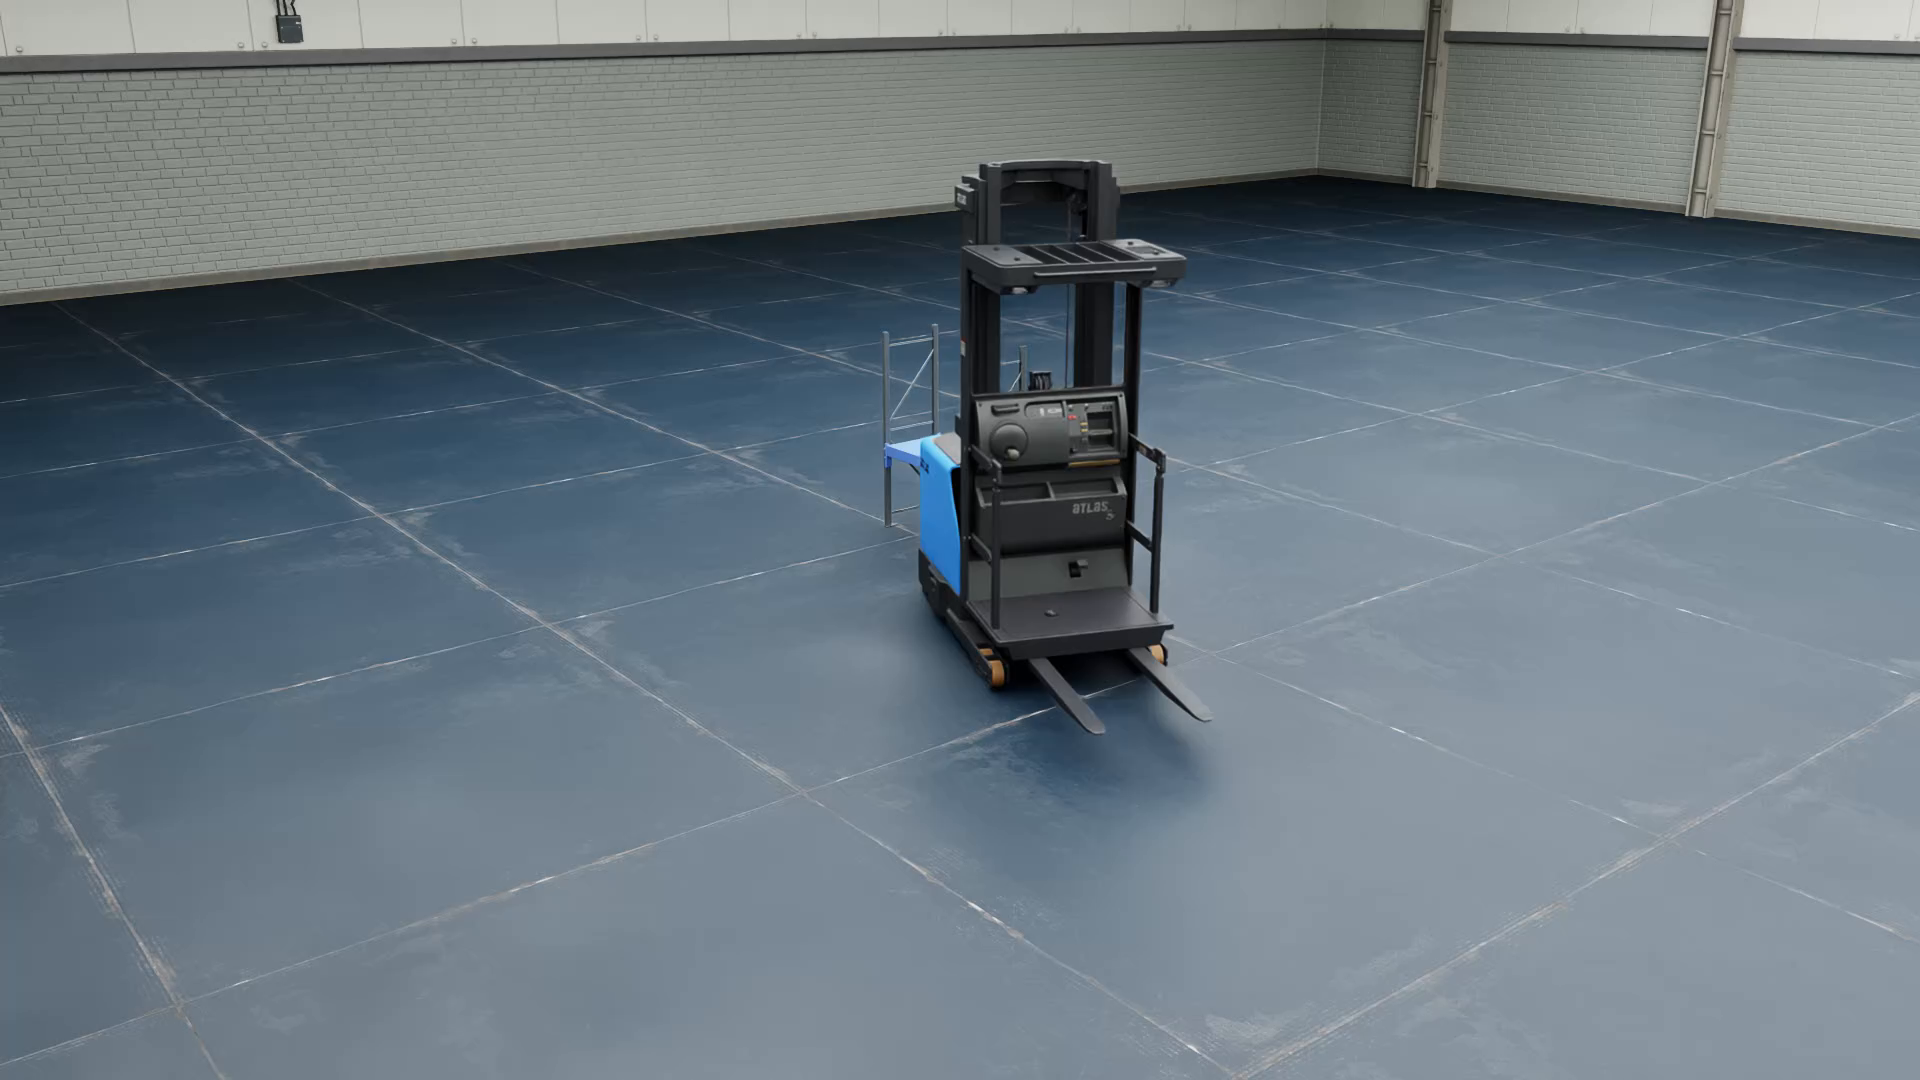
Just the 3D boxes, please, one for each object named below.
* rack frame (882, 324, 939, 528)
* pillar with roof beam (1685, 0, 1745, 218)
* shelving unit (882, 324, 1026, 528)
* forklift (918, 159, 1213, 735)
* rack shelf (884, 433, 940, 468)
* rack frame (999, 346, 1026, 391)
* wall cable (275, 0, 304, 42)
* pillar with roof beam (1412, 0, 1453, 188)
[{"bbox_3d":[-0.369,-0.858,12.568,0.500,1.500,0.032,-14,23,-36],"label":"rack frame"},{"bbox_3d":[9.975,-9.276,26.062,9.100,9.000,0.400,-14,23,-36],"label":"pillar with roof beam"},{"bbox_3d":[-0.053,-0.733,12.190,0.538,1.500,1.048,-14,23,-36],"label":"shelving unit"},{"bbox_3d":[0.608,-0.660,9.692,1.130,2.935,3.031,-5,19,-15],"label":"forklift"},{"bbox_3d":[-0.053,-0.562,12.247,0.538,0.185,1.000,-14,23,-36],"label":"rack shelf"},{"bbox_3d":[0.263,-0.608,11.812,0.500,1.500,0.032,-14,23,-36],"label":"rack frame"},{"bbox_3d":[-8.409,-9.895,22.518,2.305,6.003,0.169,-14,23,-36],"label":"wall cable"},{"bbox_3d":[6.250,-10.755,30.527,9.100,9.000,0.400,-14,23,-36],"label":"pillar with roof beam"}]
